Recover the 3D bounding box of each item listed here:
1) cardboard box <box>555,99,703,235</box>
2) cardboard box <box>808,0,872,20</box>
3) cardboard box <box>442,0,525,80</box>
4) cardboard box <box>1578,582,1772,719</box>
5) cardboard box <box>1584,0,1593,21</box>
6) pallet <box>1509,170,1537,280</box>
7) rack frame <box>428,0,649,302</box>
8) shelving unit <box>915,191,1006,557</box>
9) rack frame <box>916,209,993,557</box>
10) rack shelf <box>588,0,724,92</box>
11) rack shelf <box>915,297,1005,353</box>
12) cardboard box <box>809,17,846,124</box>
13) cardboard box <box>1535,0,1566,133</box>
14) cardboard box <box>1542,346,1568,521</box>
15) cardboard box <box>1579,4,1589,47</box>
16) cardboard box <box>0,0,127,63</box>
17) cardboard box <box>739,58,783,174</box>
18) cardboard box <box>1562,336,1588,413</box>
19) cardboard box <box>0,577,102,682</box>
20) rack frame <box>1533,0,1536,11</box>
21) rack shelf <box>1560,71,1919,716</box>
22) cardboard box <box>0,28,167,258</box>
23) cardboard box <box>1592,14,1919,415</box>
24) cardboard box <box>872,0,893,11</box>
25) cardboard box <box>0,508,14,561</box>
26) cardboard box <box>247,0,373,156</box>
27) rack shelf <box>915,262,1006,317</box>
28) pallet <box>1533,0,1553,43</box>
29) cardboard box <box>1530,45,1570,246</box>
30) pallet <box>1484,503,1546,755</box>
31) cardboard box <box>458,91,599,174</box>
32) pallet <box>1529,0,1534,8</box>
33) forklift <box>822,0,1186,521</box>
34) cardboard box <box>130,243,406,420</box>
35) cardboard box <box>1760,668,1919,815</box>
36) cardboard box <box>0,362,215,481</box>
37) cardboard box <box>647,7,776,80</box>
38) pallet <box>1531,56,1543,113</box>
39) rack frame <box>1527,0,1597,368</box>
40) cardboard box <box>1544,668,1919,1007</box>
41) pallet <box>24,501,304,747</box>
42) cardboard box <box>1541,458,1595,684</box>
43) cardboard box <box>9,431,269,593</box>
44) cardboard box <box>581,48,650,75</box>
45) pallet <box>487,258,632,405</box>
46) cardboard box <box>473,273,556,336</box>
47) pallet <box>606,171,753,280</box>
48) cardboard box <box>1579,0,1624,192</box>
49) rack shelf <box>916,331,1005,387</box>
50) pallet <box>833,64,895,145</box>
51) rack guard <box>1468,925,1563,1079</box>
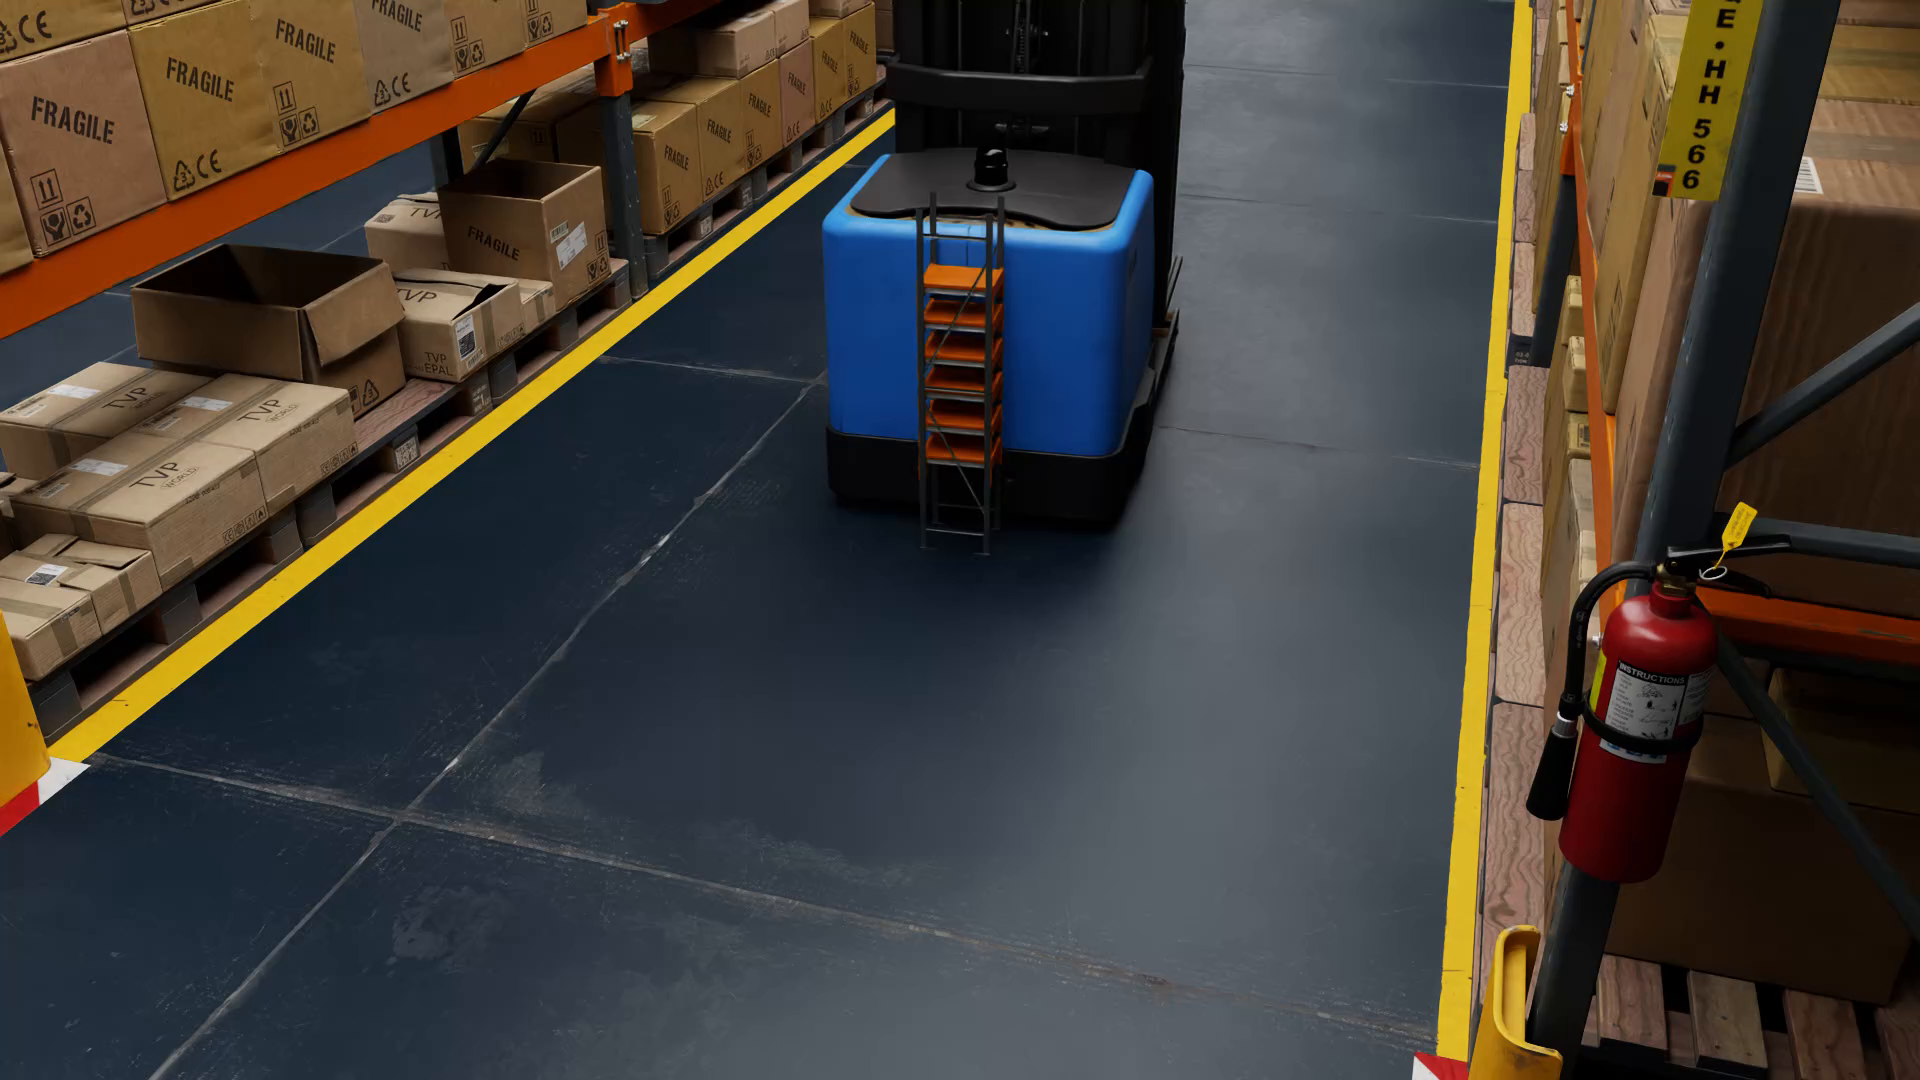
[{"bbox_3d":[-1.589,-1.812,8.040,0.500,0.500,0.500,7,30,13],"label":"cardboard box"},{"bbox_3d":[-0.852,-3.313,9.968,0.500,0.250,0.500,10,31,17],"label":"cardboard box"},{"bbox_3d":[-2.015,-2.057,6.259,0.500,0.500,0.500,9,30,16],"label":"cardboard box"},{"bbox_3d":[1.572,0.242,3.701,0.380,0.149,0.250,8,30,14],"label":"cardboard box"},{"bbox_3d":[2.667,-2.250,6.279,0.500,0.500,0.500,8,30,14],"label":"cardboard box"},{"bbox_3d":[3.284,-1.536,8.294,1.003,0.211,1.213,8,30,15],"label":"pallet"},{"bbox_3d":[-1.964,-2.522,7.198,1.000,3.000,0.127,8,30,15],"label":"rack frame"},{"bbox_3d":[0.002,-0.525,5.459,0.258,1.200,0.189,6,30,11],"label":"shelving unit"},{"bbox_3d":[-0.017,-0.481,5.381,0.240,1.200,0.006,6,30,11],"label":"rack frame"},{"bbox_3d":[-1.377,-3.137,9.043,1.077,0.370,4.000,8,30,15],"label":"rack shelf"},{"bbox_3d":[0.002,-0.696,5.364,0.258,0.103,0.180,6,30,11],"label":"rack shelf"},{"bbox_3d":[-0.992,-2.772,9.766,0.500,0.500,0.500,7,30,13],"label":"cardboard box"},{"bbox_3d":[3.606,-2.597,9.111,0.750,0.750,0.750,8,30,14],"label":"cardboard box"},{"bbox_3d":[2.305,-0.342,5.418,0.700,0.500,0.500,8,30,14],"label":"cardboard box"},{"bbox_3d":[2.653,-2.034,6.558,0.380,0.149,0.250,9,30,16],"label":"cardboard box"},{"bbox_3d":[-2.609,-1.556,4.330,0.500,0.500,0.500,9,30,15],"label":"cardboard box"},{"bbox_3d":[-1.289,-2.292,8.904,0.500,0.500,0.500,9,30,15],"label":"cardboard box"},{"bbox_3d":[2.027,-0.483,5.004,0.380,0.149,0.250,8,30,13],"label":"cardboard box"},{"bbox_3d":[-2.686,0.245,4.704,0.380,0.149,0.250,8,30,15],"label":"cardboard box"},{"bbox_3d":[5.121,-5.534,12.613,1.000,3.000,0.127,8,30,15],"label":"rack frame"},{"bbox_3d":[2.186,-0.573,4.434,1.077,0.370,4.000,8,30,15],"label":"rack shelf"},{"bbox_3d":[-2.609,-1.116,4.567,0.500,0.500,0.500,8,30,14],"label":"cardboard box"},{"bbox_3d":[1.942,-0.667,3.555,0.980,0.700,0.700,8,30,14],"label":"cardboard box"},{"bbox_3d":[-0.355,-3.809,11.331,0.500,0.311,0.500,10,30,17],"label":"cardboard box"},{"bbox_3d":[-3.214,-0.051,4.874,0.500,0.500,0.500,8,30,15],"label":"cardboard box"},{"bbox_3d":[-2.311,-1.581,5.403,0.500,0.500,0.500,9,30,16],"label":"cardboard box"},{"bbox_3d":[0.002,-0.801,5.306,0.258,0.103,0.180,6,30,11],"label":"rack shelf"},{"bbox_3d":[4.894,-3.954,12.640,1.003,0.211,1.213,8,30,15],"label":"pallet"},{"bbox_3d":[3.097,-1.795,7.670,0.750,0.750,0.750,9,30,16],"label":"cardboard box"},{"bbox_3d":[2.119,0.313,4.970,1.003,0.211,1.213,8,30,15],"label":"pallet"},{"bbox_3d":[-2.093,-1.892,8.184,0.500,0.500,0.500,8,30,15],"label":"cardboard box"},{"bbox_3d":[5.284,-4.633,13.861,1.003,0.211,1.213,8,30,15],"label":"pallet"},{"bbox_3d":[0.341,-2.048,6.416,1.130,2.935,3.031,6,30,11],"label":"forklift"},{"bbox_3d":[-2.510,-0.749,6.127,0.797,0.503,0.637,8,30,15],"label":"cardboard box"},{"bbox_3d":[1.863,0.415,3.391,0.380,0.149,0.250,9,30,15],"label":"cardboard box"},{"bbox_3d":[-2.906,-0.379,5.721,0.500,0.250,0.500,8,30,15],"label":"cardboard box"},{"bbox_3d":[-1.295,-2.604,8.693,0.500,0.250,0.500,9,30,15],"label":"cardboard box"},{"bbox_3d":[4.178,-2.820,10.602,1.003,0.211,1.213,8,30,15],"label":"pallet"},{"bbox_3d":[2.773,-1.817,5.930,1.000,3.000,0.127,8,30,15],"label":"rack frame"},{"bbox_3d":[1.709,0.612,3.704,0.700,0.500,0.500,8,30,15],"label":"cardboard box"},{"bbox_3d":[-2.882,0.150,5.264,1.003,0.211,1.213,8,30,15],"label":"pallet"},{"bbox_3d":[2.002,0.145,4.543,0.700,0.500,0.500,8,30,13],"label":"cardboard box"},{"bbox_3d":[-2.560,-0.098,5.217,0.500,0.250,0.500,8,30,15],"label":"cardboard box"},{"bbox_3d":[-1.792,-2.353,9.014,0.500,0.500,0.500,9,30,15],"label":"cardboard box"},{"bbox_3d":[-2.166,-0.984,7.302,1.003,0.211,1.213,8,30,15],"label":"pallet"},{"bbox_3d":[-1.913,-0.980,6.906,0.380,0.149,0.250,8,30,15],"label":"cardboard box"},{"bbox_3d":[-1.761,-1.687,8.565,1.003,0.211,1.213,8,30,15],"label":"pallet"},{"bbox_3d":[2.378,-1.360,4.800,0.980,0.700,0.700,8,30,14],"label":"cardboard box"},{"bbox_3d":[0.002,-0.591,5.423,0.258,0.103,0.180,6,30,11],"label":"rack shelf"},{"bbox_3d":[-1.045,-2.820,10.603,1.003,0.211,1.213,8,30,15],"label":"pallet"},{"bbox_3d":[1.592,1.146,3.176,1.175,0.500,0.348,8,30,15],"label":"rack guard"}]
